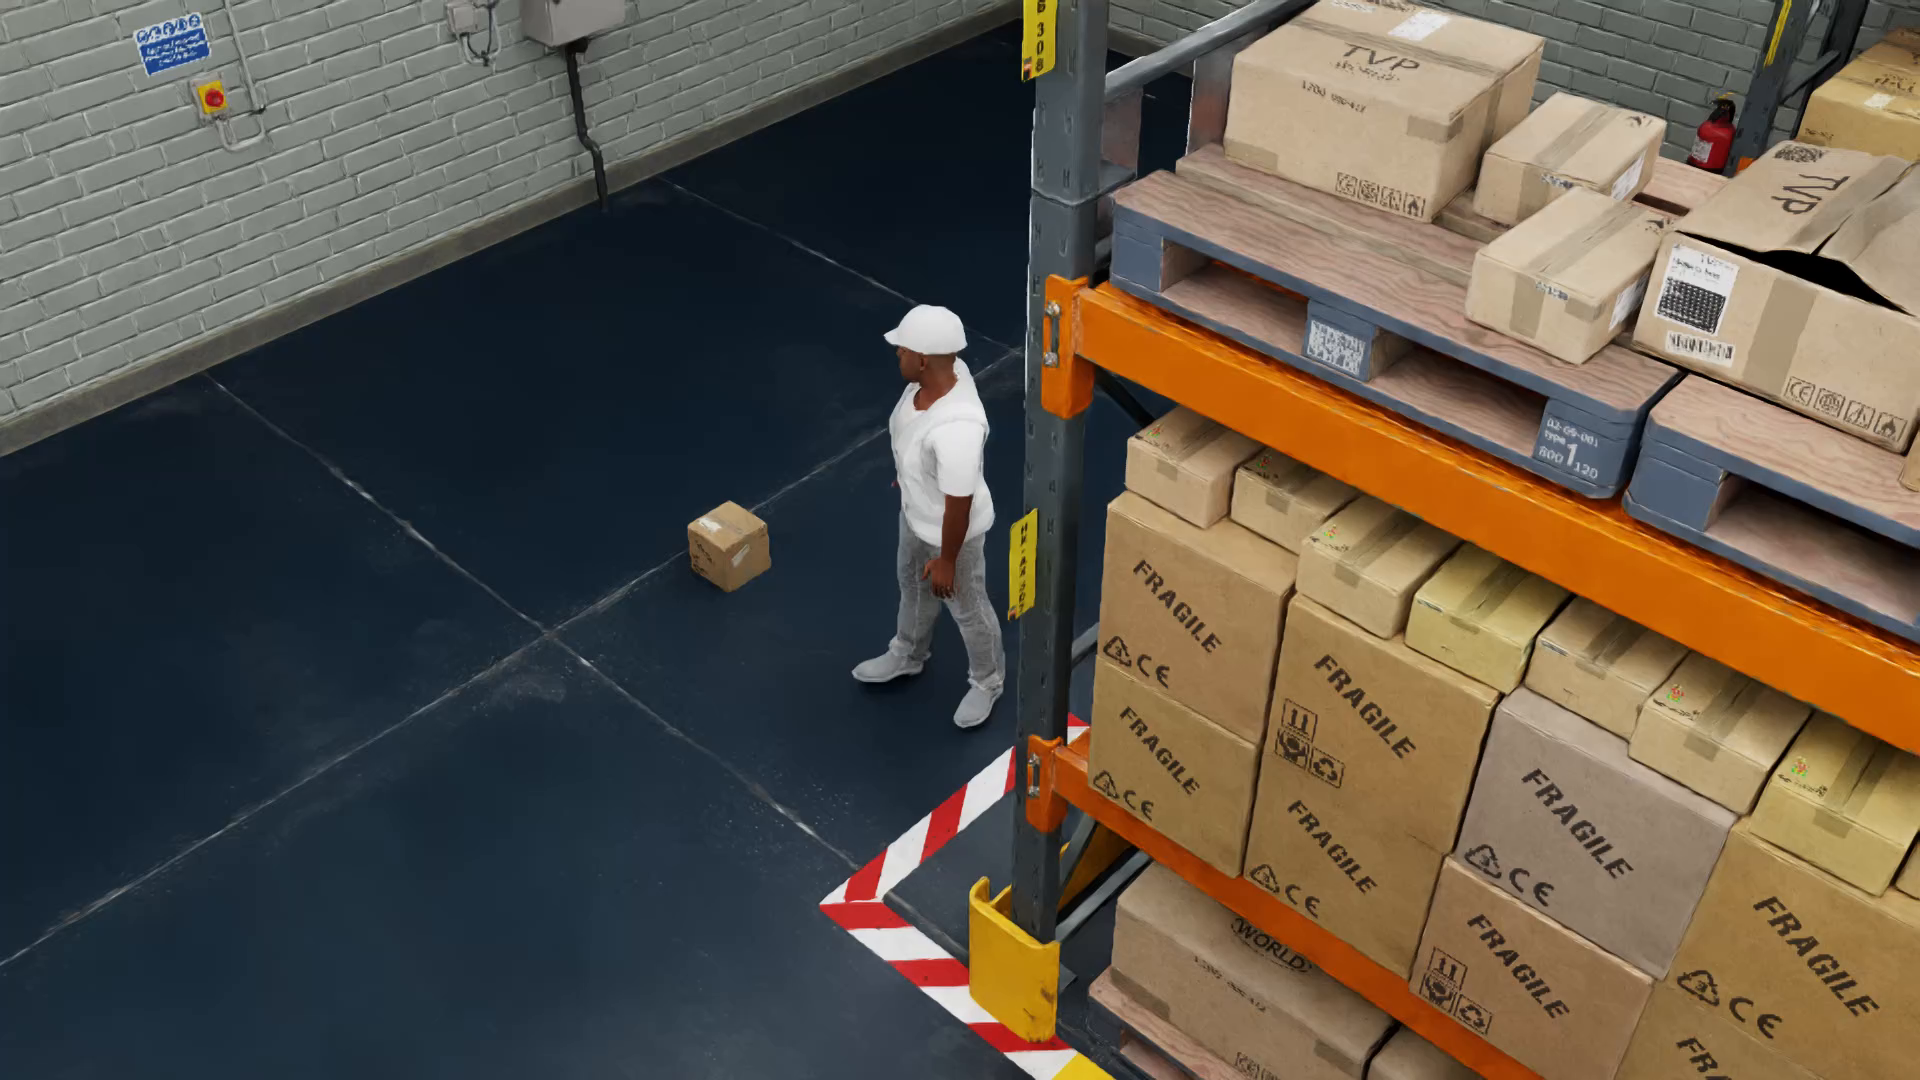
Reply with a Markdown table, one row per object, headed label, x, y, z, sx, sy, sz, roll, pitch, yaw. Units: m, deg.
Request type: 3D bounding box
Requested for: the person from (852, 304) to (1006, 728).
| label | x | y | z | sx | sy | sz | roll | pitch | yaw |
| --- | --- | --- | --- | --- | --- | --- | --- | --- | --- |
| person | -0.132 | -0.099 | 6.219 | 0.582 | 1.763 | 0.670 | -12 | 41 | -14 |
